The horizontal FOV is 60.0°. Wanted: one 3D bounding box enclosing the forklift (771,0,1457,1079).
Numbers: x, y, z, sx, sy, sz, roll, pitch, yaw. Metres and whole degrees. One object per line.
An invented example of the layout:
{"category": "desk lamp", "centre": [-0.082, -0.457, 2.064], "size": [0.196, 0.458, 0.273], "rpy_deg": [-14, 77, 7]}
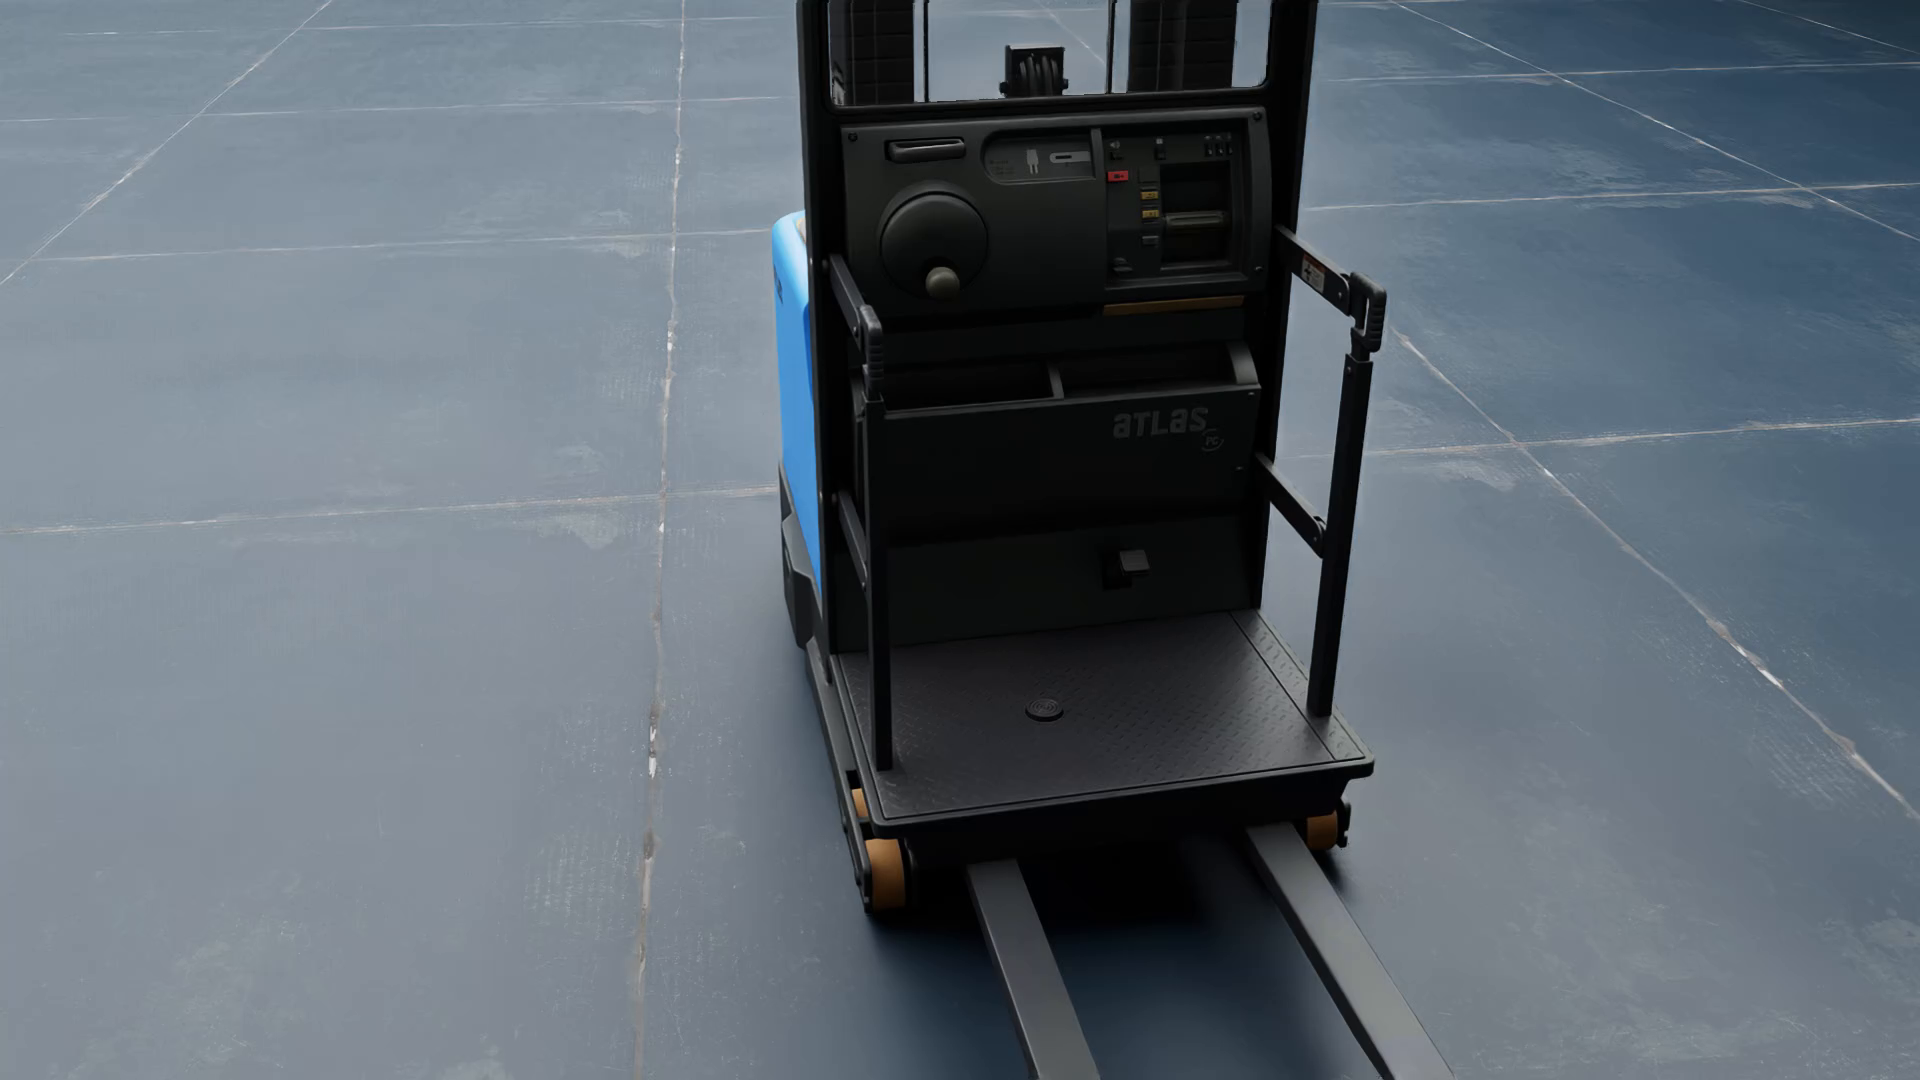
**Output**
{"category": "forklift", "centre": [0.262, -0.674, 3.352], "size": [1.130, 2.935, 3.031], "rpy_deg": [-6, 28, -11]}
